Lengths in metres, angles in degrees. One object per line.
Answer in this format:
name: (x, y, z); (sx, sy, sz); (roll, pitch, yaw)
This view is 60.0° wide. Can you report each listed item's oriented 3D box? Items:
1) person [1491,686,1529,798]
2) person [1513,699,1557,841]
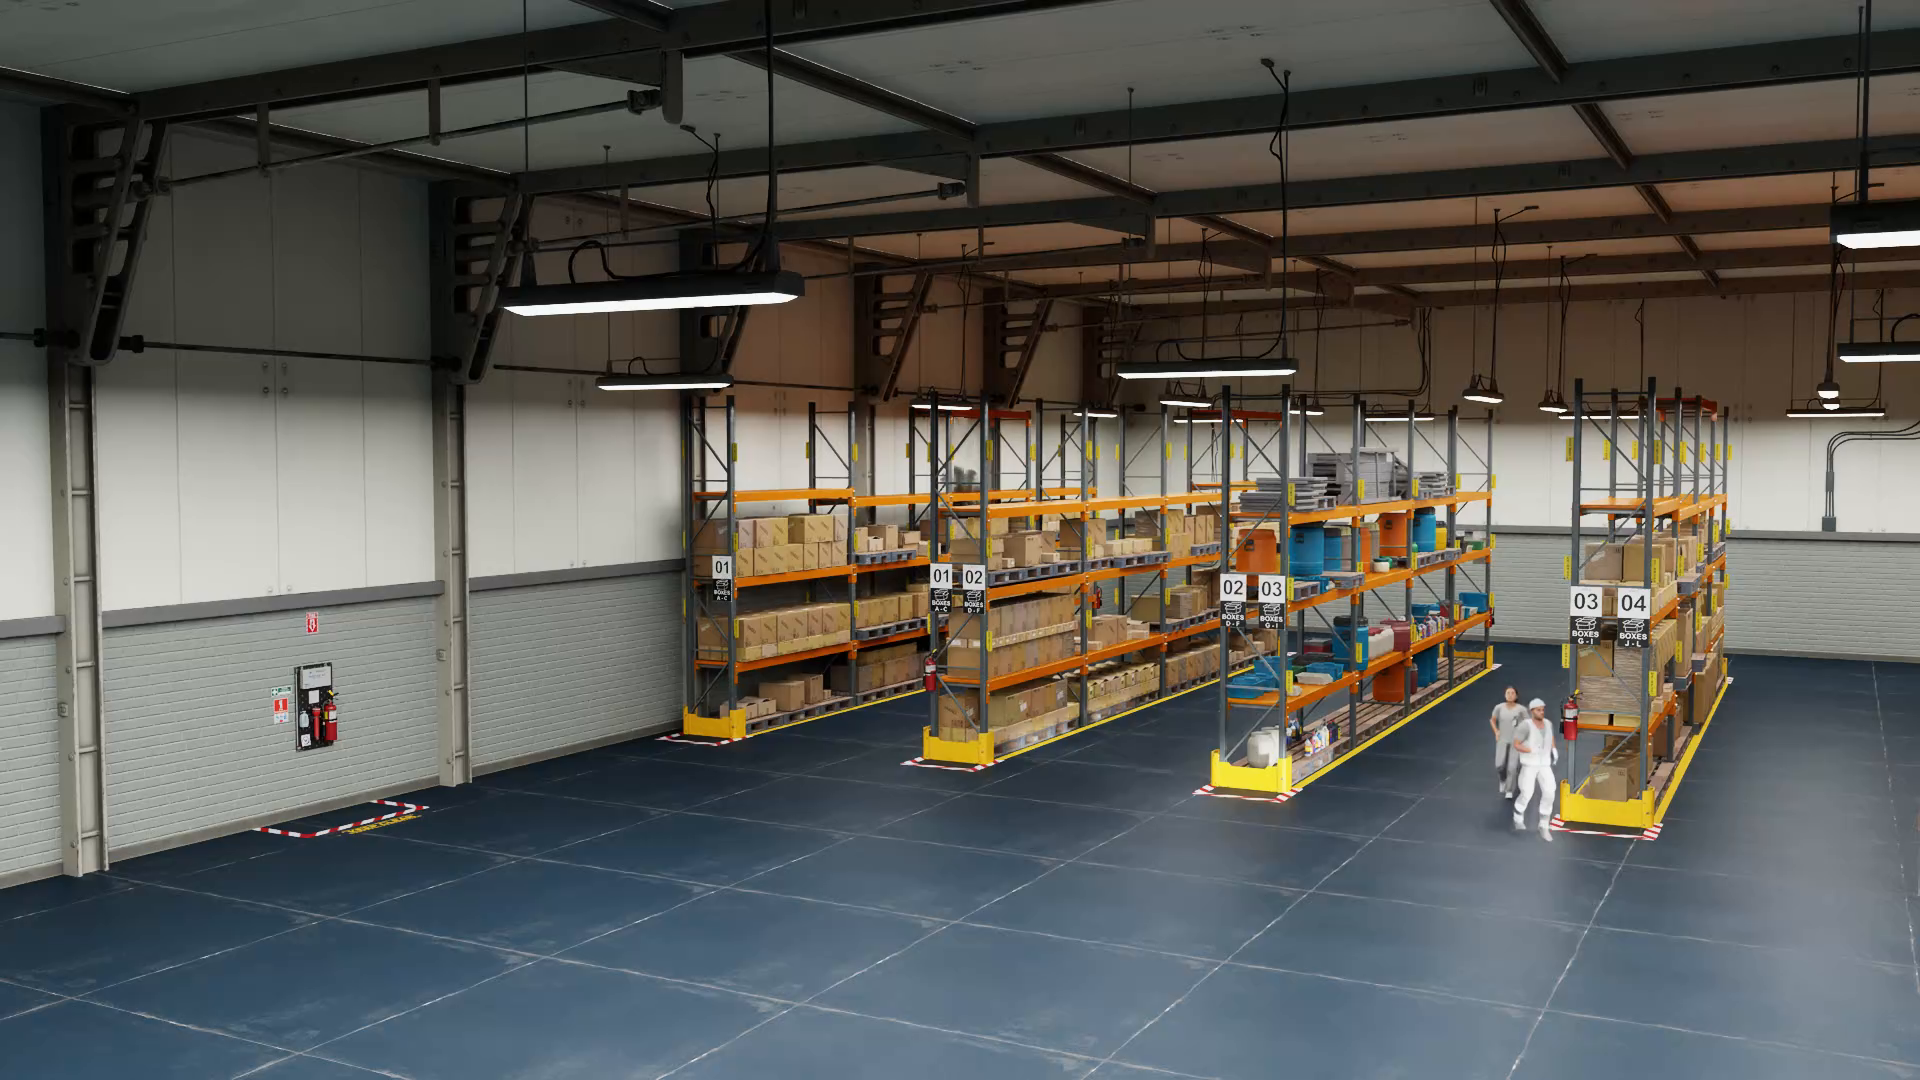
person: (7.935, 2.918, 24.023); (0.559, 1.624, 0.571); (1, 3, 24)
person: (7.503, 2.983, 21.646); (0.681, 1.858, 0.767); (-1, 3, -10)
